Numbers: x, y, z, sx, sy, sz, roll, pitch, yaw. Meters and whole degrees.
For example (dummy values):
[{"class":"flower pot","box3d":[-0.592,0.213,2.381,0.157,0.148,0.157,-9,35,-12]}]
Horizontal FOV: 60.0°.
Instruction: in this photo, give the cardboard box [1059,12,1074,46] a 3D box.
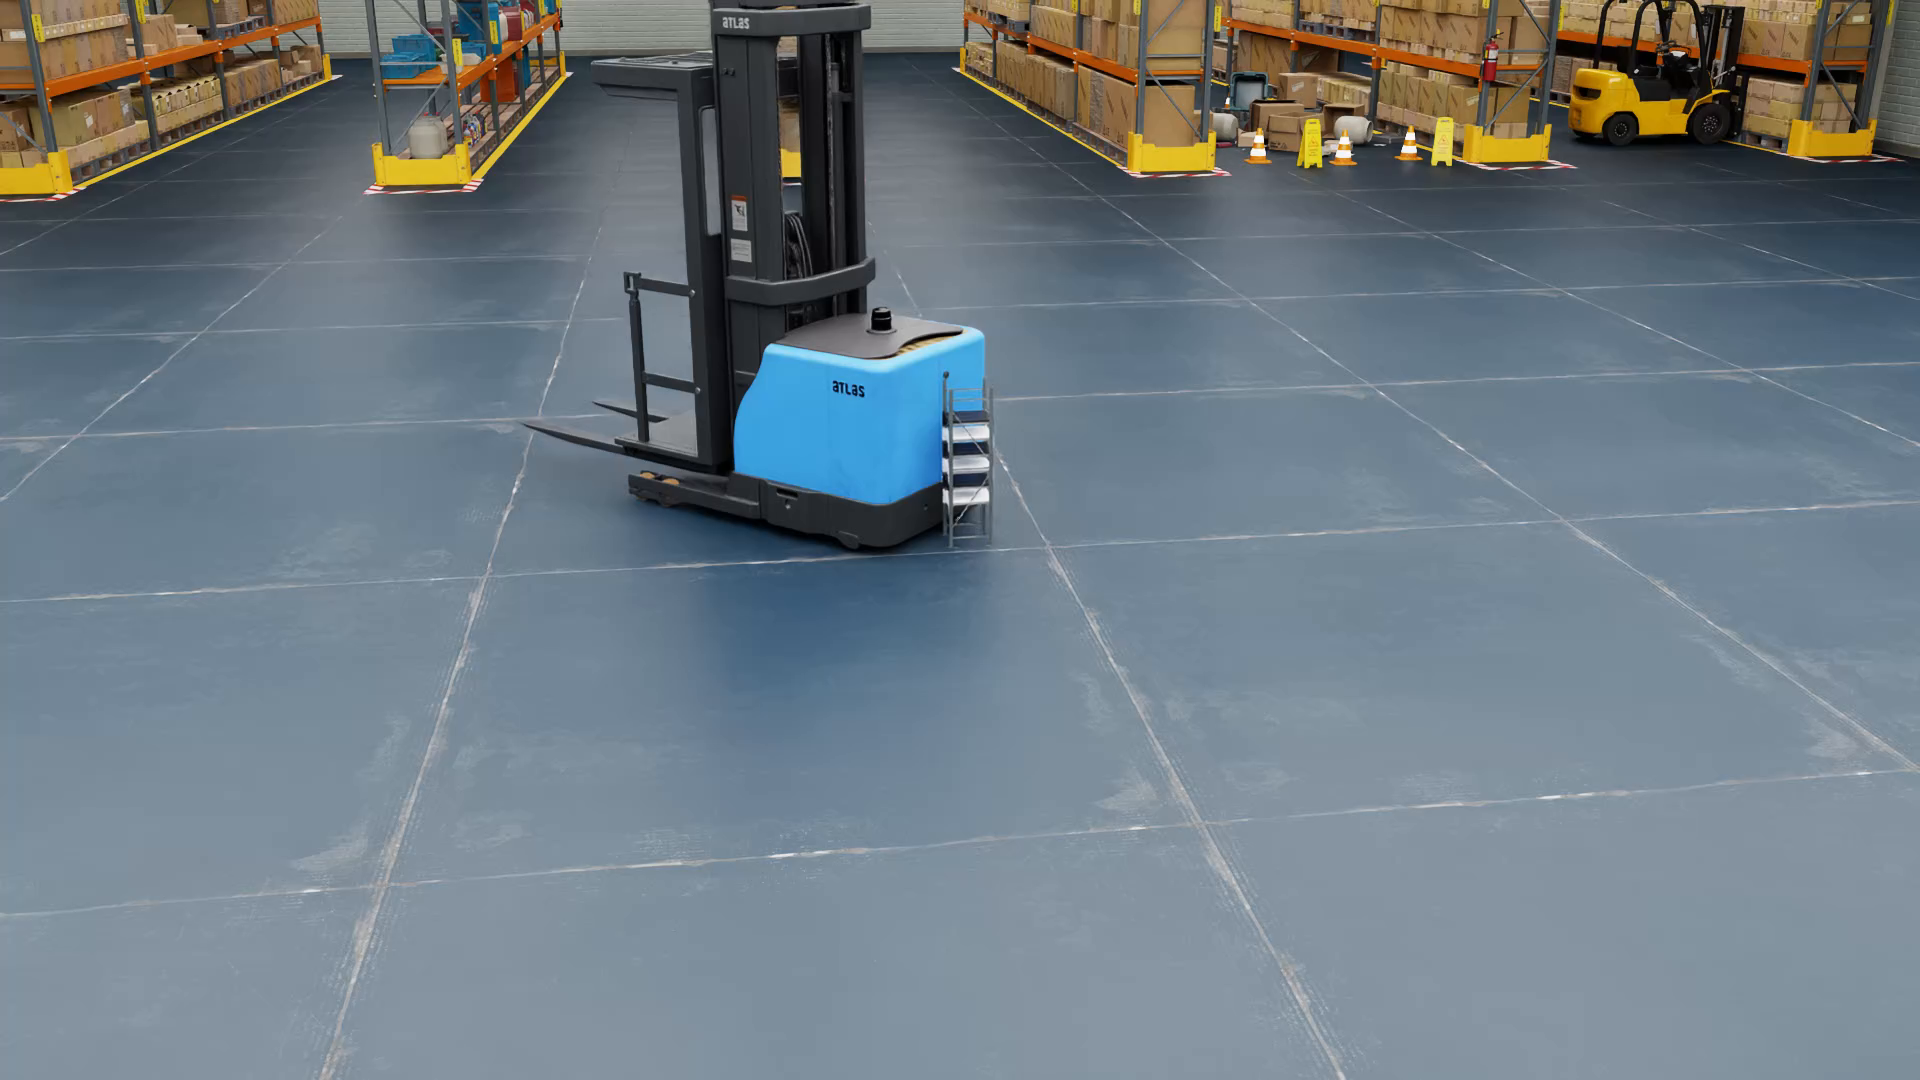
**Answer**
[{"class":"cardboard box","box3d":[1.905,-8.282,26.961,0.500,0.500,0.500,-3,21,-8]}]

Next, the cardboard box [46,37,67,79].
[{"class":"cardboard box","box3d":[-11.967,-6.186,21.347,0.700,0.500,0.500,-2,21,-6]}]

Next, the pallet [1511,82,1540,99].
[{"class":"pallet","box3d":[11.466,-8.769,32.392,1.003,0.211,1.213,-3,21,-8]}]

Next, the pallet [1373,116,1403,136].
[{"class":"pallet","box3d":[7.333,-6.641,26.695,1.003,0.211,1.213,-3,21,-8]}]

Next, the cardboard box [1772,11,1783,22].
[{"class":"cardboard box","box3d":[12.294,-7.768,24.656,0.380,0.149,0.250,-3,21,-8]}]

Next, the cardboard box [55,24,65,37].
[{"class":"cardboard box","box3d":[-11.785,-6.557,21.416,0.380,0.149,0.250,-3,21,-9]}]

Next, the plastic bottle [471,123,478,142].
[{"class":"plastic bottle","box3d":[-6.976,-5.838,23.831,0.097,0.271,0.097,0,20,0]}]

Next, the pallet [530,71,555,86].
[{"class":"pallet","box3d":[-8.983,-9.568,34.532,1.003,0.211,1.213,-3,21,-8]}]

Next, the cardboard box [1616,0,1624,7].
[{"class":"cardboard box","box3d":[11.630,-9.328,28.835,0.380,0.149,0.250,-3,21,-7]}]

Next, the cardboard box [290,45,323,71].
[{"class":"cardboard box","box3d":[-13.817,-10.194,35.166,0.500,0.500,0.500,-3,21,-8]}]

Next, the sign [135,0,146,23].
[{"class":"sign","box3d":[-11.860,-7.651,24.063,0.100,0.325,0.005,-3,21,-8]}]

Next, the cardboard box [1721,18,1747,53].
[{"class":"cardboard box","box3d":[12.135,-7.780,25.616,0.500,0.500,0.500,-3,21,-7]}]

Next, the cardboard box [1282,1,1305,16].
[{"class":"cardboard box","box3d":[6.303,-9.882,30.886,0.500,0.250,0.500,-3,21,-8]}]

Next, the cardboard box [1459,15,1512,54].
[{"class":"cardboard box","box3d":[7.427,-7.153,23.513,0.500,0.500,0.500,-3,21,-9]}]

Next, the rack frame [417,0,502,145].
[{"class":"rack frame","box3d":[-7.507,-7.428,24.818,1.000,3.000,0.127,-3,21,-8]}]

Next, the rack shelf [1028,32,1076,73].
[{"class":"rack shelf","box3d":[2.029,-8.249,28.043,1.077,0.370,4.000,-3,21,-8]}]

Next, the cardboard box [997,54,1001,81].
[{"class":"cardboard box","box3d":[1.008,-9.420,33.122,0.500,0.500,0.500,-2,21,-6]}]

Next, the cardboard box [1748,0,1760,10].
[{"class":"cardboard box","box3d":[12.146,-8.085,25.081,0.380,0.149,0.250,-3,21,-7]}]

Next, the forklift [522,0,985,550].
[{"class":"forklift","box3d":[-1.350,-1.703,9.588,3.031,2.935,1.130,14,24,32]}]

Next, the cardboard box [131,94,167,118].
[{"class":"cardboard box","box3d":[-12.222,-6.507,24.879,0.500,0.311,0.500,-3,21,-8]}]

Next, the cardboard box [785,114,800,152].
[{"class":"cardboard box","box3d":[-2.102,-5.536,22.724,0.500,0.500,0.500,1,20,2]}]

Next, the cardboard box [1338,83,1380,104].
[{"class":"cardboard box","box3d":[7.016,-7.574,28.363,0.950,0.372,0.625,-2,21,-4]}]

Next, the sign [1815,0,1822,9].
[{"class":"sign","box3d":[12.150,-7.675,23.486,0.100,0.325,0.005,-3,21,-8]}]

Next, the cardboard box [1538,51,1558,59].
[{"class":"cardboard box","box3d":[11.214,-9.302,31.881,0.380,0.149,0.250,-4,21,-10]}]

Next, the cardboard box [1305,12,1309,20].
[{"class":"cardboard box","box3d":[6.487,-9.520,30.177,0.380,0.149,0.250,-4,21,-11]}]

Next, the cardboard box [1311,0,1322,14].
[{"class":"cardboard box","box3d":[6.542,-9.598,29.459,0.500,0.500,0.500,-2,21,-5]}]

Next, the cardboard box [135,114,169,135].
[{"class":"cardboard box","box3d":[-12.222,-6.241,24.967,0.500,0.250,0.500,-3,21,-9]}]

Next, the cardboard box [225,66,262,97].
[{"class":"cardboard box","box3d":[-12.997,-8.307,30.115,0.500,0.500,0.500,-4,21,-10]}]

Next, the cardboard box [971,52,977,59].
[{"class":"cardboard box","box3d":[0.445,-10.582,36.311,0.380,0.149,0.250,-2,21,-6]}]

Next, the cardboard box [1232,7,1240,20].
[{"class":"cardboard box","box3d":[5.850,-10.712,33.824,0.500,0.250,0.500,-3,21,-9]}]

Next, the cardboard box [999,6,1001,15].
[{"class":"cardboard box","box3d":[0.959,-10.131,31.812,0.380,0.149,0.250,-3,21,-9]}]

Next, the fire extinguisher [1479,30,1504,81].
[{"class":"fire extinguisher","box3d":[7.338,-6.694,22.962,0.296,0.674,0.183,-3,21,-8]}]

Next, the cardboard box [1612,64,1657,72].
[{"class":"cardboard box","box3d":[11.922,-7.963,29.043,0.875,0.625,0.625,-3,21,-8]}]

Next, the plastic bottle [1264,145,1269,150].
[{"class":"plastic bottle","box3d":[4.472,-5.861,24.821,0.133,0.061,0.283,-11,23,-26]}]

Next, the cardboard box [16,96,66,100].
[{"class":"cardboard box","box3d":[-12.433,-5.744,22.566,0.500,0.500,0.500,-3,21,-8]}]

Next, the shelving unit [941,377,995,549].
[{"class":"shelving unit","box3d":[0.042,-0.415,9.042,0.258,0.900,0.210,-4,21,-9]}]

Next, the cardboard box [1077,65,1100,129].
[{"class":"cardboard box","box3d":[2.339,-6.873,25.769,0.875,0.875,0.875,-3,21,-7]}]

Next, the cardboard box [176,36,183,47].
[{"class":"cardboard box","box3d":[-12.746,-8.008,26.730,0.380,0.149,0.250,-1,21,-4]}]

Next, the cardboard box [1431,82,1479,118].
[{"class":"cardboard box","box3d":[7.326,-6.498,24.584,0.500,0.500,0.500,-2,21,-6]}]

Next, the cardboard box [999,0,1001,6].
[{"class":"cardboard box","box3d":[0.960,-10.268,31.754,0.380,0.149,0.250,-3,21,-9]}]

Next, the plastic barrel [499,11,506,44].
[{"class":"plastic barrel","box3d":[-7.663,-8.374,27.191,0.421,0.512,0.421,0,20,0]}]

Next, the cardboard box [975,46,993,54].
[{"class":"cardboard box","box3d":[0.536,-10.535,35.759,0.380,0.149,0.250,-3,21,-7]}]

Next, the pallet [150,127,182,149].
[{"class":"pallet","box3d":[-12.554,-6.127,25.318,1.003,0.211,1.213,-3,21,-8]}]

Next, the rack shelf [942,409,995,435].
[{"class":"rack shelf","box3d":[0.042,-0.637,8.959,0.258,0.077,0.200,-4,21,-9]}]

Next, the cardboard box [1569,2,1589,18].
[{"class":"cardboard box","box3d":[11.429,-9.639,30.237,0.500,0.250,0.500,-2,21,-6]}]

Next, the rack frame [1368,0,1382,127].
[{"class":"rack frame","box3d":[7.201,-8.178,26.825,1.000,3.000,0.127,-3,21,-8]}]

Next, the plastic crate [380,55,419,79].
[{"class":"plastic crate","box3d":[-7.298,-6.132,21.559,0.499,0.251,0.616,-3,21,-8]}]

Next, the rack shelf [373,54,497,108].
[{"class":"rack shelf","box3d":[-7.218,-6.399,23.090,1.077,0.370,4.000,-3,21,-8]}]

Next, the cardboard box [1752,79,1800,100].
[{"class":"cardboard box","box3d":[12.234,-6.742,24.881,0.500,0.250,0.500,-3,21,-7]}]

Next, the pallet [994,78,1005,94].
[{"class":"pallet","box3d":[1.278,-9.087,33.245,1.003,0.211,1.213,-3,21,-8]}]
